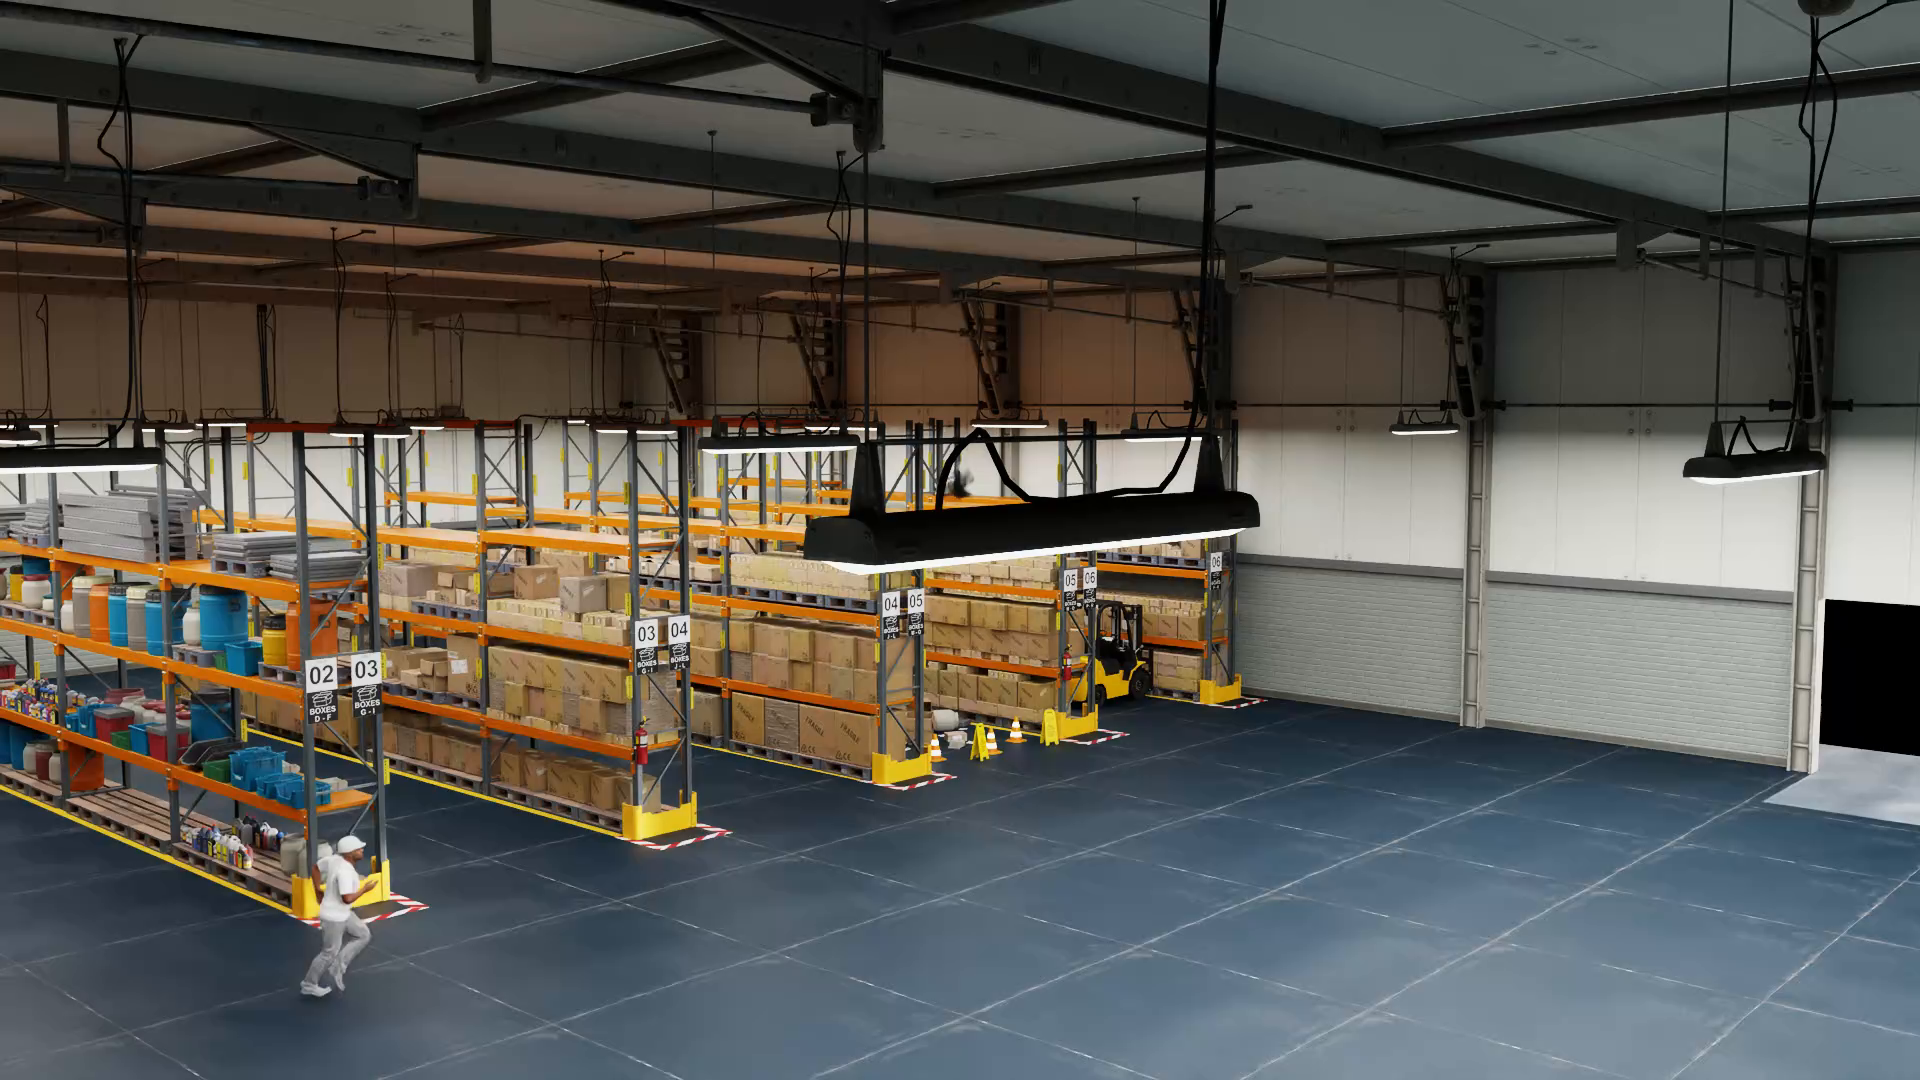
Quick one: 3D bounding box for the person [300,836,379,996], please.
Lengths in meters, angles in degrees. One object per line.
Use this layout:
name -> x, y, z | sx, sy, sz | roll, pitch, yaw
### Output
person -> -6.621, 4.003, 17.739 | 0.822, 1.705, 0.667 | -2, 5, -18
